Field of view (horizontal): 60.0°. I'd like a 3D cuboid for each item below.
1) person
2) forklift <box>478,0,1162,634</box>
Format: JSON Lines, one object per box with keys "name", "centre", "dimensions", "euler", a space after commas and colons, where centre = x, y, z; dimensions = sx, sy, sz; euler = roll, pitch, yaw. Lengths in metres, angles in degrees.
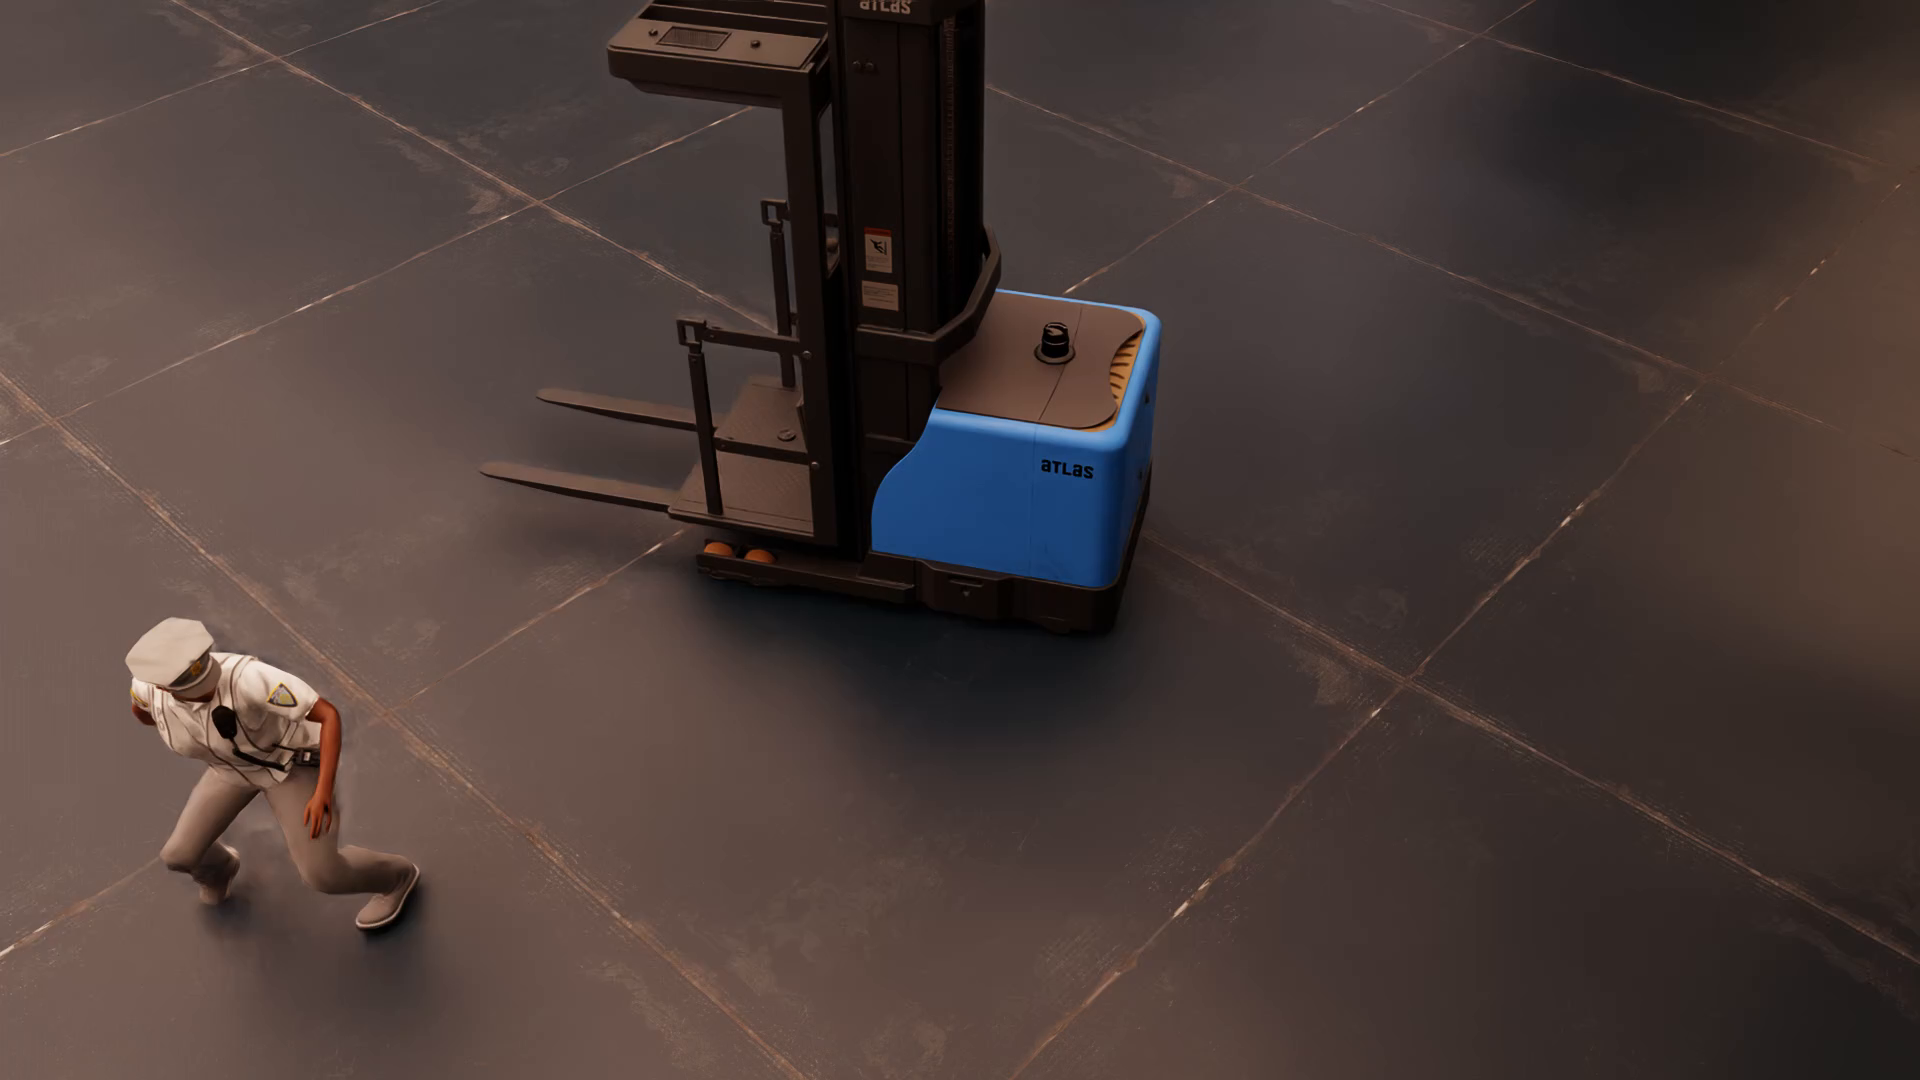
{"name": "person", "centre": [-2.437, 0.825, 5.639], "dimensions": [0.956, 1.587, 0.540], "euler": [7, 41, 9]}
{"name": "forklift", "centre": [-0.688, -1.228, 6.860], "dimensions": [3.031, 2.935, 1.130], "euler": [10, 42, 11]}
